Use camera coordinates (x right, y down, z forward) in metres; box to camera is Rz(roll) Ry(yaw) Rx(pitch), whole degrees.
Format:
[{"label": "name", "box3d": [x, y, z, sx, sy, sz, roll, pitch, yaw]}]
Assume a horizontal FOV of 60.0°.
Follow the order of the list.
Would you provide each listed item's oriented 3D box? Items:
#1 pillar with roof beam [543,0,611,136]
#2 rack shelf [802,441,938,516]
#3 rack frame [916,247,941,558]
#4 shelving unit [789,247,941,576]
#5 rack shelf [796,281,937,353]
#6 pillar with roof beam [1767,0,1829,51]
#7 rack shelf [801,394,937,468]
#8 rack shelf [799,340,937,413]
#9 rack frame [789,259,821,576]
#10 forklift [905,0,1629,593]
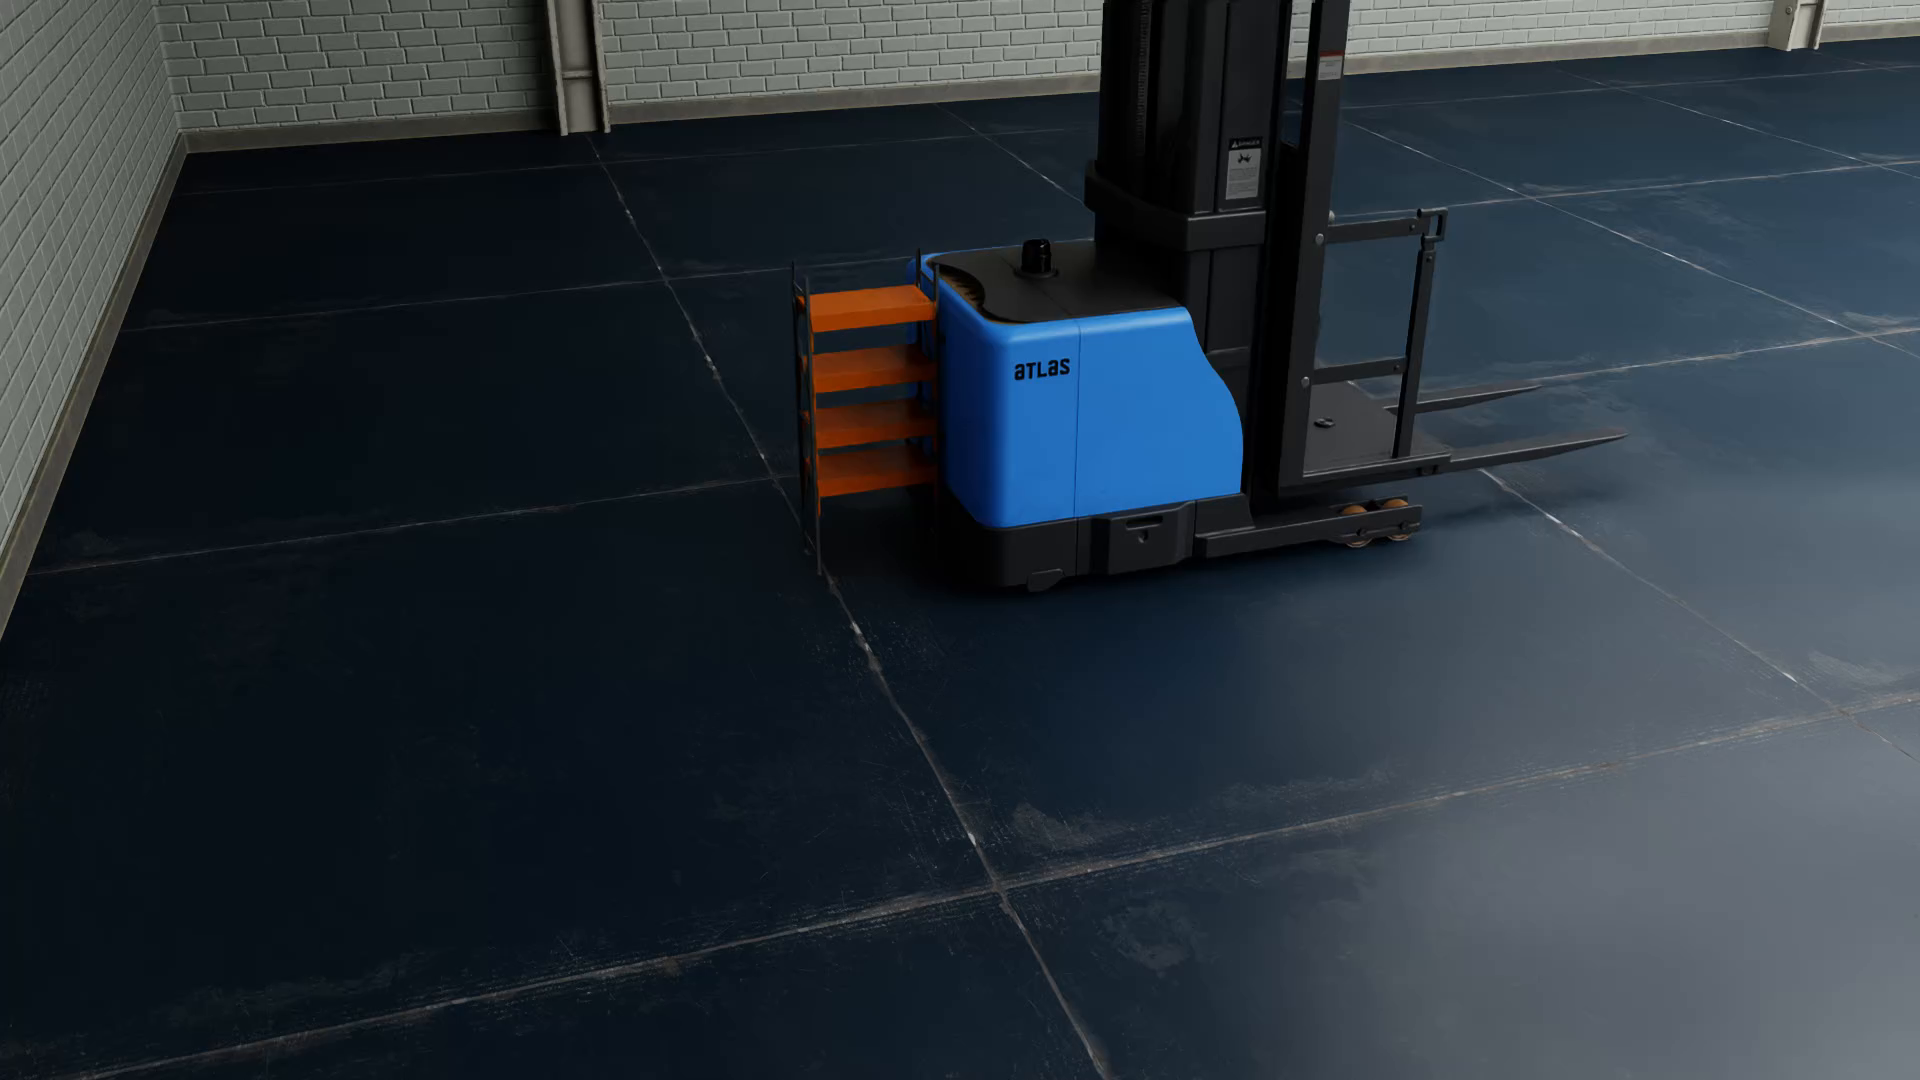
[{"label": "pillar with roof beam", "box3d": [-1.705, -5.521, 7.751, 0.400, 9.000, 9.100, -8, 28, -16]}, {"label": "rack shelf", "box3d": [-0.354, -0.244, 6.490, 0.480, 0.148, 0.258, -9, 28, -17]}, {"label": "rack frame", "box3d": [-0.122, -0.517, 6.442, 0.015, 1.200, 0.240, -9, 28, -17]}, {"label": "shelving unit", "box3d": [-0.354, -0.482, 6.372, 0.503, 1.200, 0.258, -9, 28, -17]}, {"label": "rack shelf", "box3d": [-0.354, -0.834, 6.197, 0.480, 0.148, 0.258, -9, 28, -17]}, {"label": "pillar with roof beam", "box3d": [9.705, -7.173, 11.079, 0.400, 9.000, 9.100, -8, 28, -16]}, {"label": "rack shelf", "box3d": [-0.354, -0.422, 6.402, 0.480, 0.148, 0.258, -9, 28, -17]}, {"label": "rack shelf", "box3d": [-0.354, -0.622, 6.302, 0.480, 0.148, 0.258, -9, 28, -17]}, {"label": "rack frame", "box3d": [-0.585, -0.447, 6.302, 0.015, 1.200, 0.240, -9, 28, -17]}, {"label": "forklift", "box3d": [1.345, -1.494, 6.464, 3.031, 2.935, 1.130, -9, 28, -17]}]
